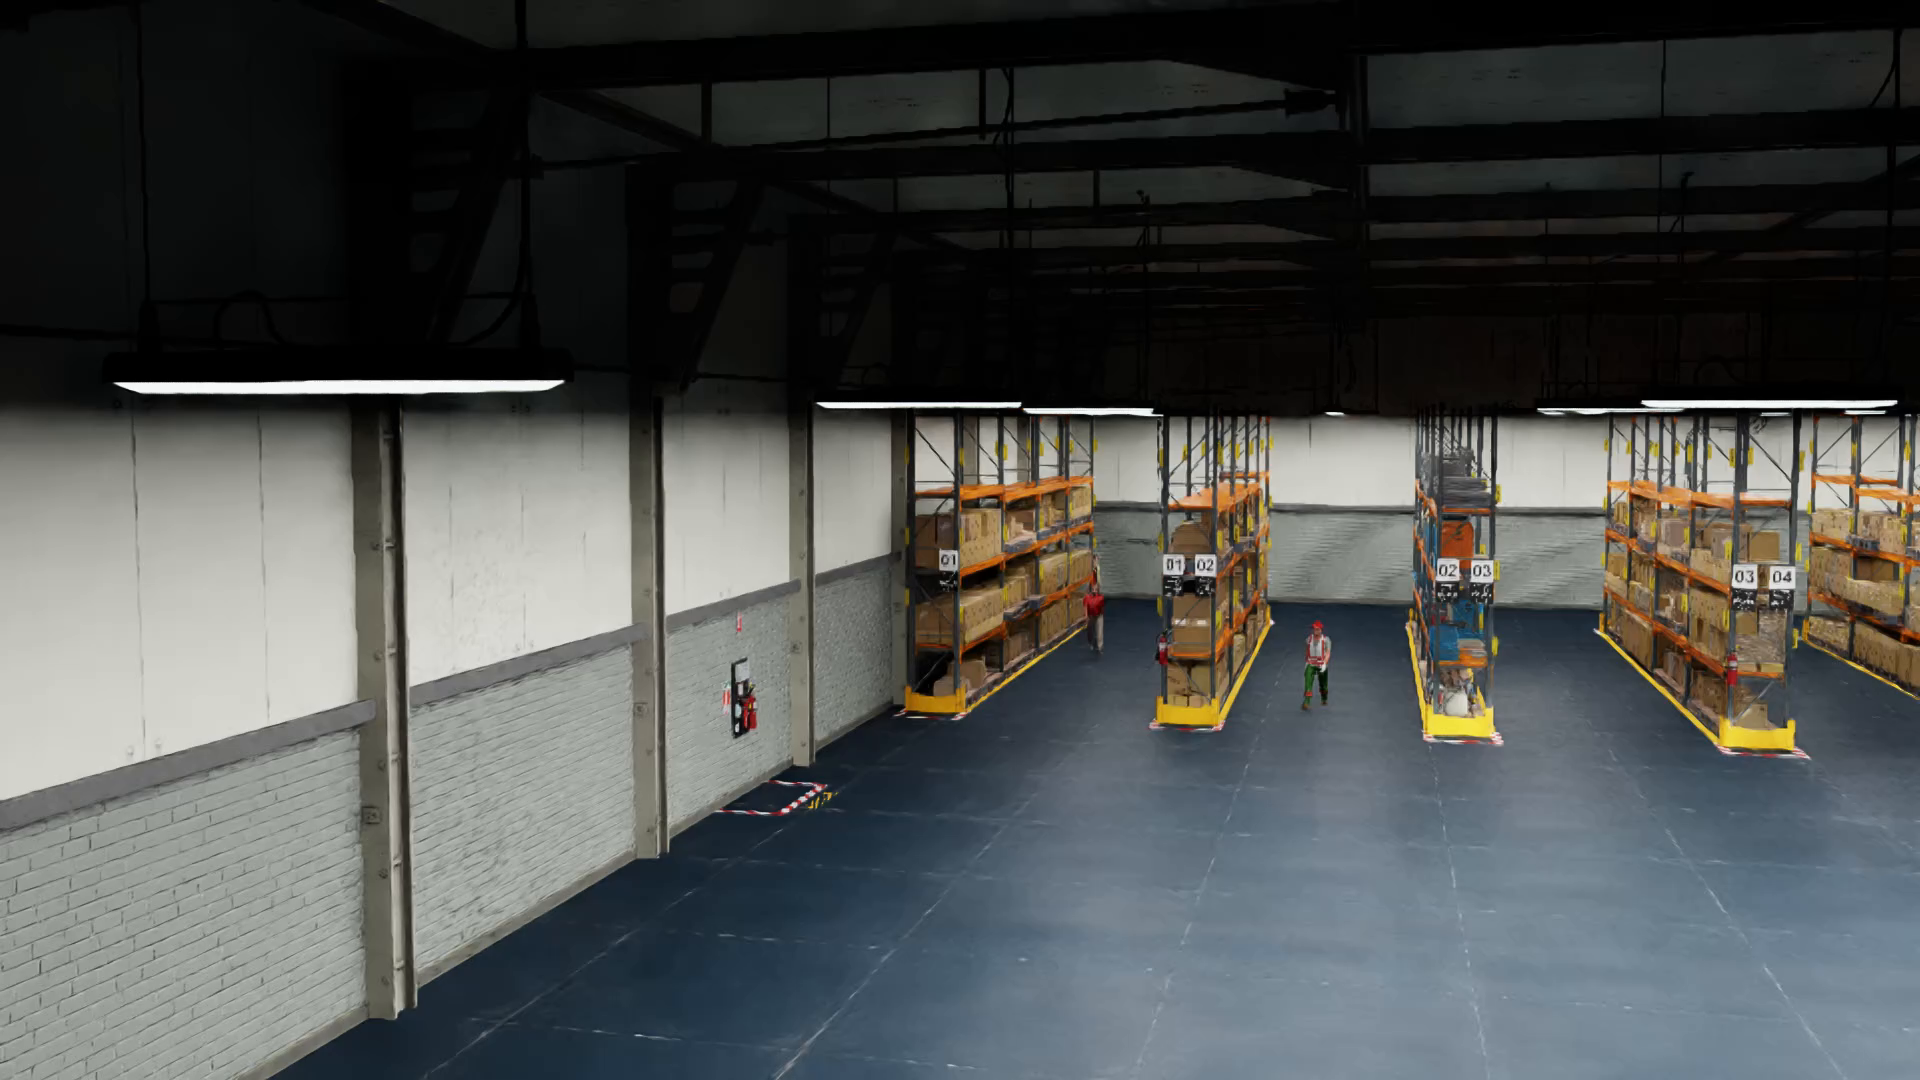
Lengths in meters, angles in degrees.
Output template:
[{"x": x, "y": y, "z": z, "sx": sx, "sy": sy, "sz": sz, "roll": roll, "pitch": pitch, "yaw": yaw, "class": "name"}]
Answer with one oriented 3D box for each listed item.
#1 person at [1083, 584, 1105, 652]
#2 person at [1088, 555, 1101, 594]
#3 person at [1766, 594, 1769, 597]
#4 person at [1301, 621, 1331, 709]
[{"x": 3.288, "y": 1.902, "z": 40.874, "sx": 0.536, "sy": 1.658, "sz": 1.036, "roll": 0, "pitch": 4, "yaw": 6, "class": "person"}, {"x": 3.951, "y": 1.236, "z": 49.795, "sx": 0.508, "sy": 1.599, "sz": 0.442, "roll": -3, "pitch": 5, "yaw": -37, "class": "person"}, {"x": 21.888, "y": 1.666, "z": 44.623, "sx": 0.523, "sy": 1.620, "sz": 0.942, "roll": 3, "pitch": 5, "yaw": 36, "class": "person"}, {"x": 7.051, "y": 2.457, "z": 32.823, "sx": 0.529, "sy": 1.728, "sz": 1.037, "roll": 2, "pitch": 5, "yaw": 23, "class": "person"}]
